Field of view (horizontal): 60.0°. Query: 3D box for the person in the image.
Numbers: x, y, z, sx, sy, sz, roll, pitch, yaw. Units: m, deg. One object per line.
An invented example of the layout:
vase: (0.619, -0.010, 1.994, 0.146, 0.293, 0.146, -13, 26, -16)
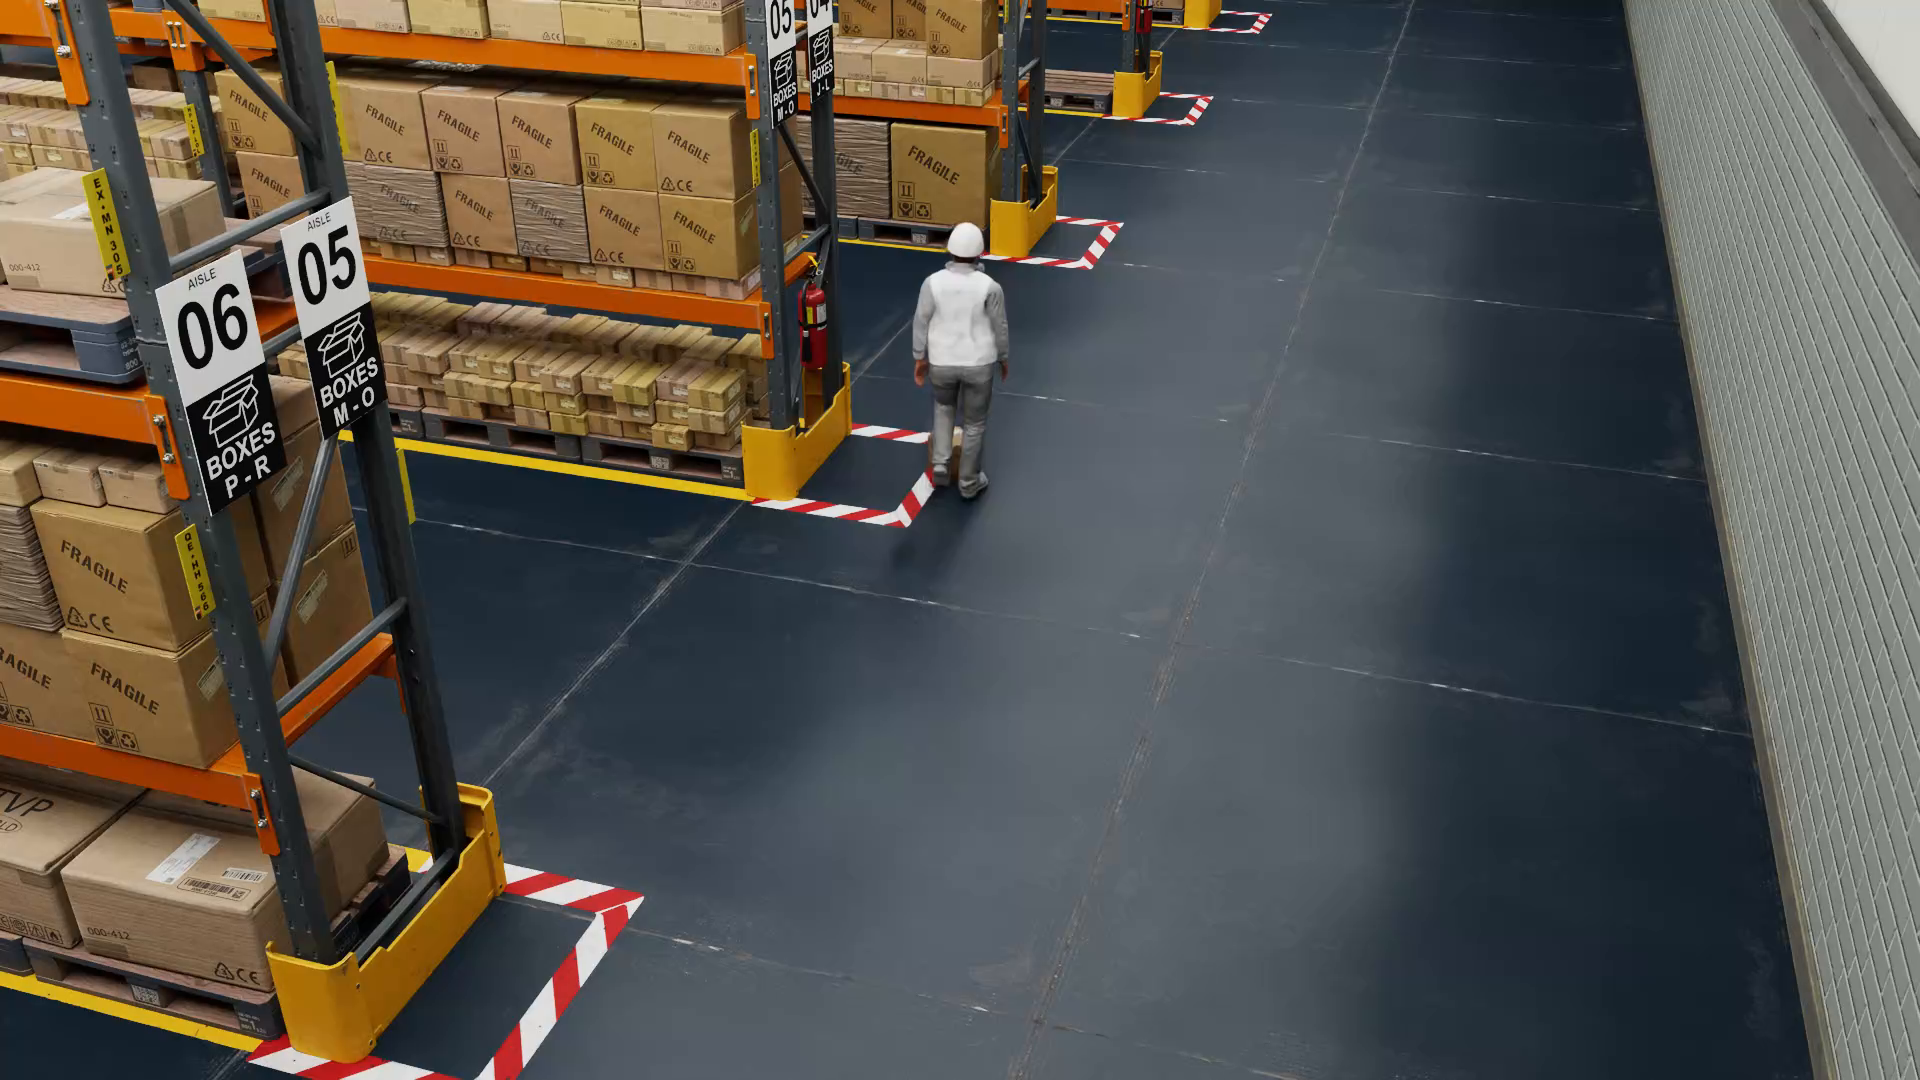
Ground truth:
person: (0.012, -1.118, 10.503, 0.585, 1.813, 0.471, 6, 30, 11)
